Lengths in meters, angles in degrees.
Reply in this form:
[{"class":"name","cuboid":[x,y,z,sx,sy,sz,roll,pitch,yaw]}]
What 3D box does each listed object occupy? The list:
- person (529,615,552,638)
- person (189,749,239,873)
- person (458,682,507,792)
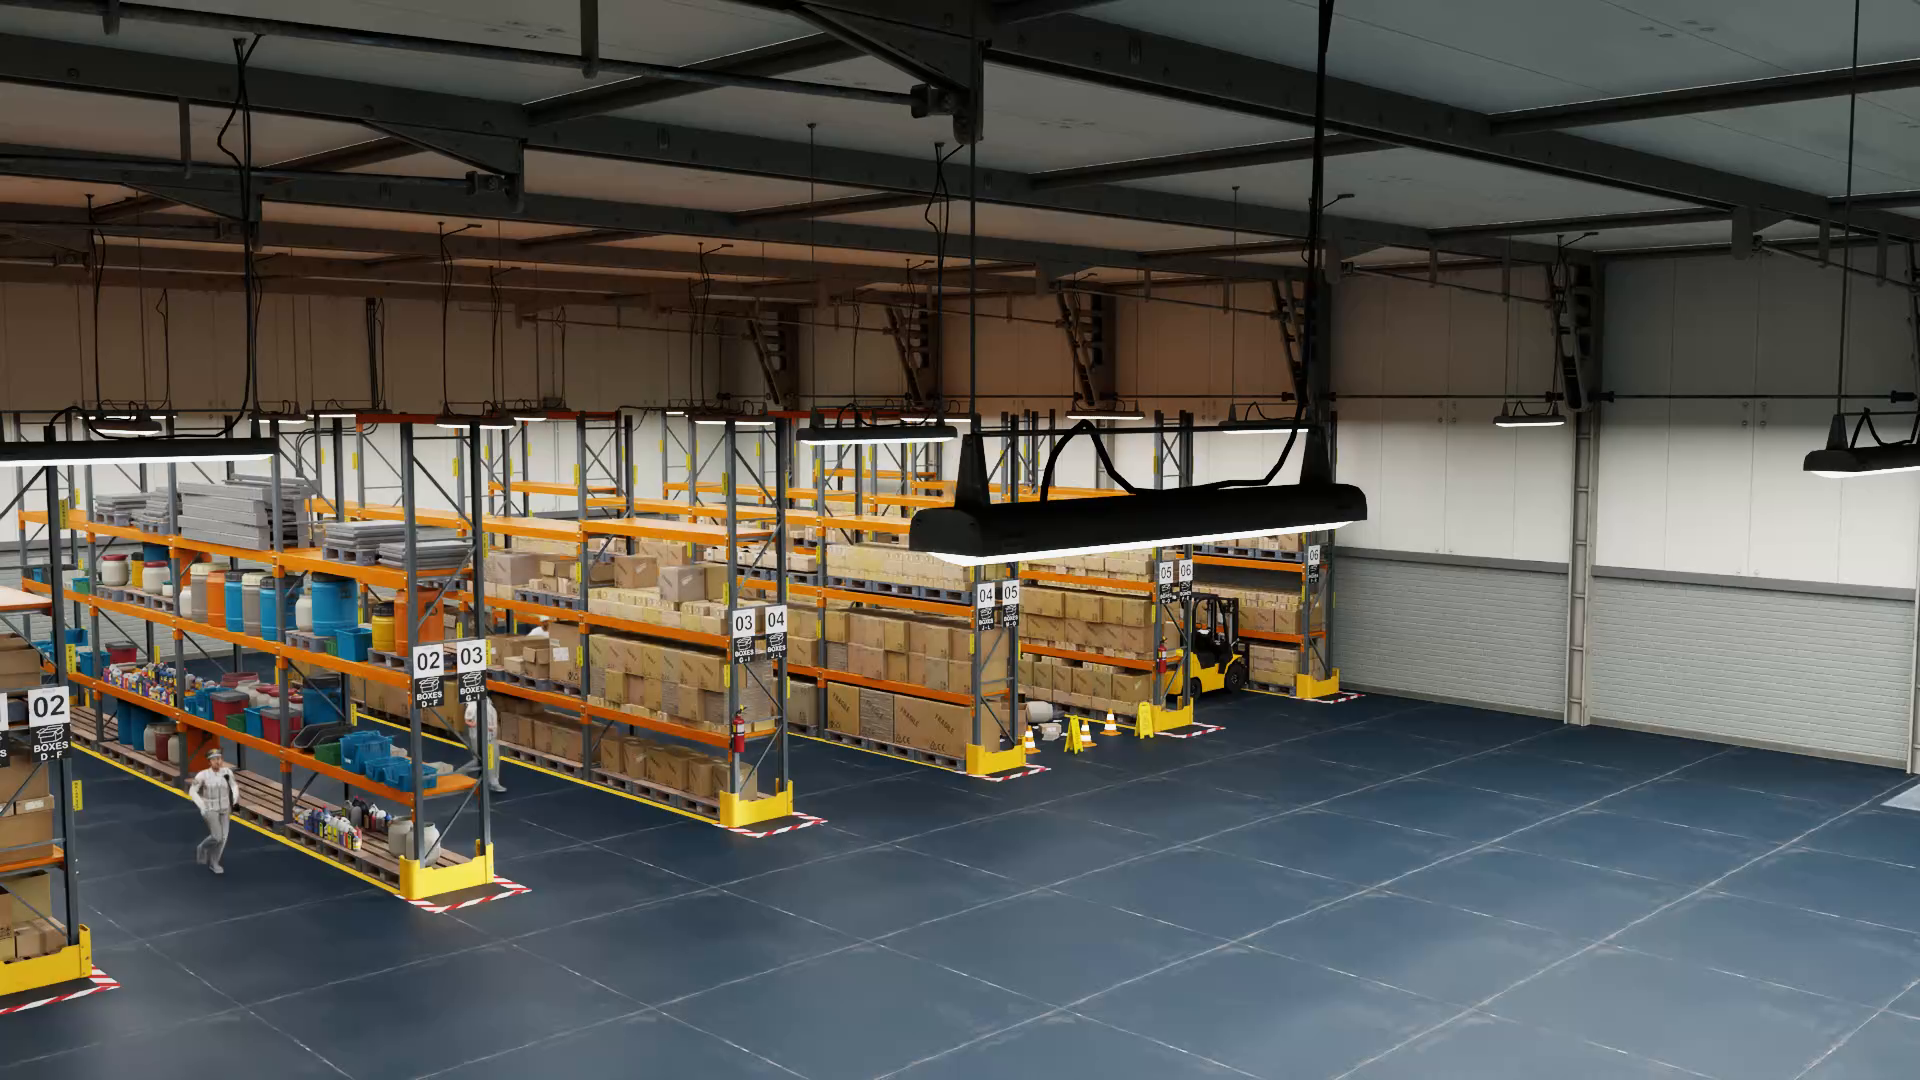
[{"class":"person","cuboid":[-8.763,2.424,35.152,0.621,1.710,0.690,5,7,43]},{"class":"person","cuboid":[-9.870,3.588,22.115,0.569,1.669,0.605,5,7,43]},{"class":"person","cuboid":[-7.623,3.129,26.567,0.900,1.754,0.673,3,6,27]}]
